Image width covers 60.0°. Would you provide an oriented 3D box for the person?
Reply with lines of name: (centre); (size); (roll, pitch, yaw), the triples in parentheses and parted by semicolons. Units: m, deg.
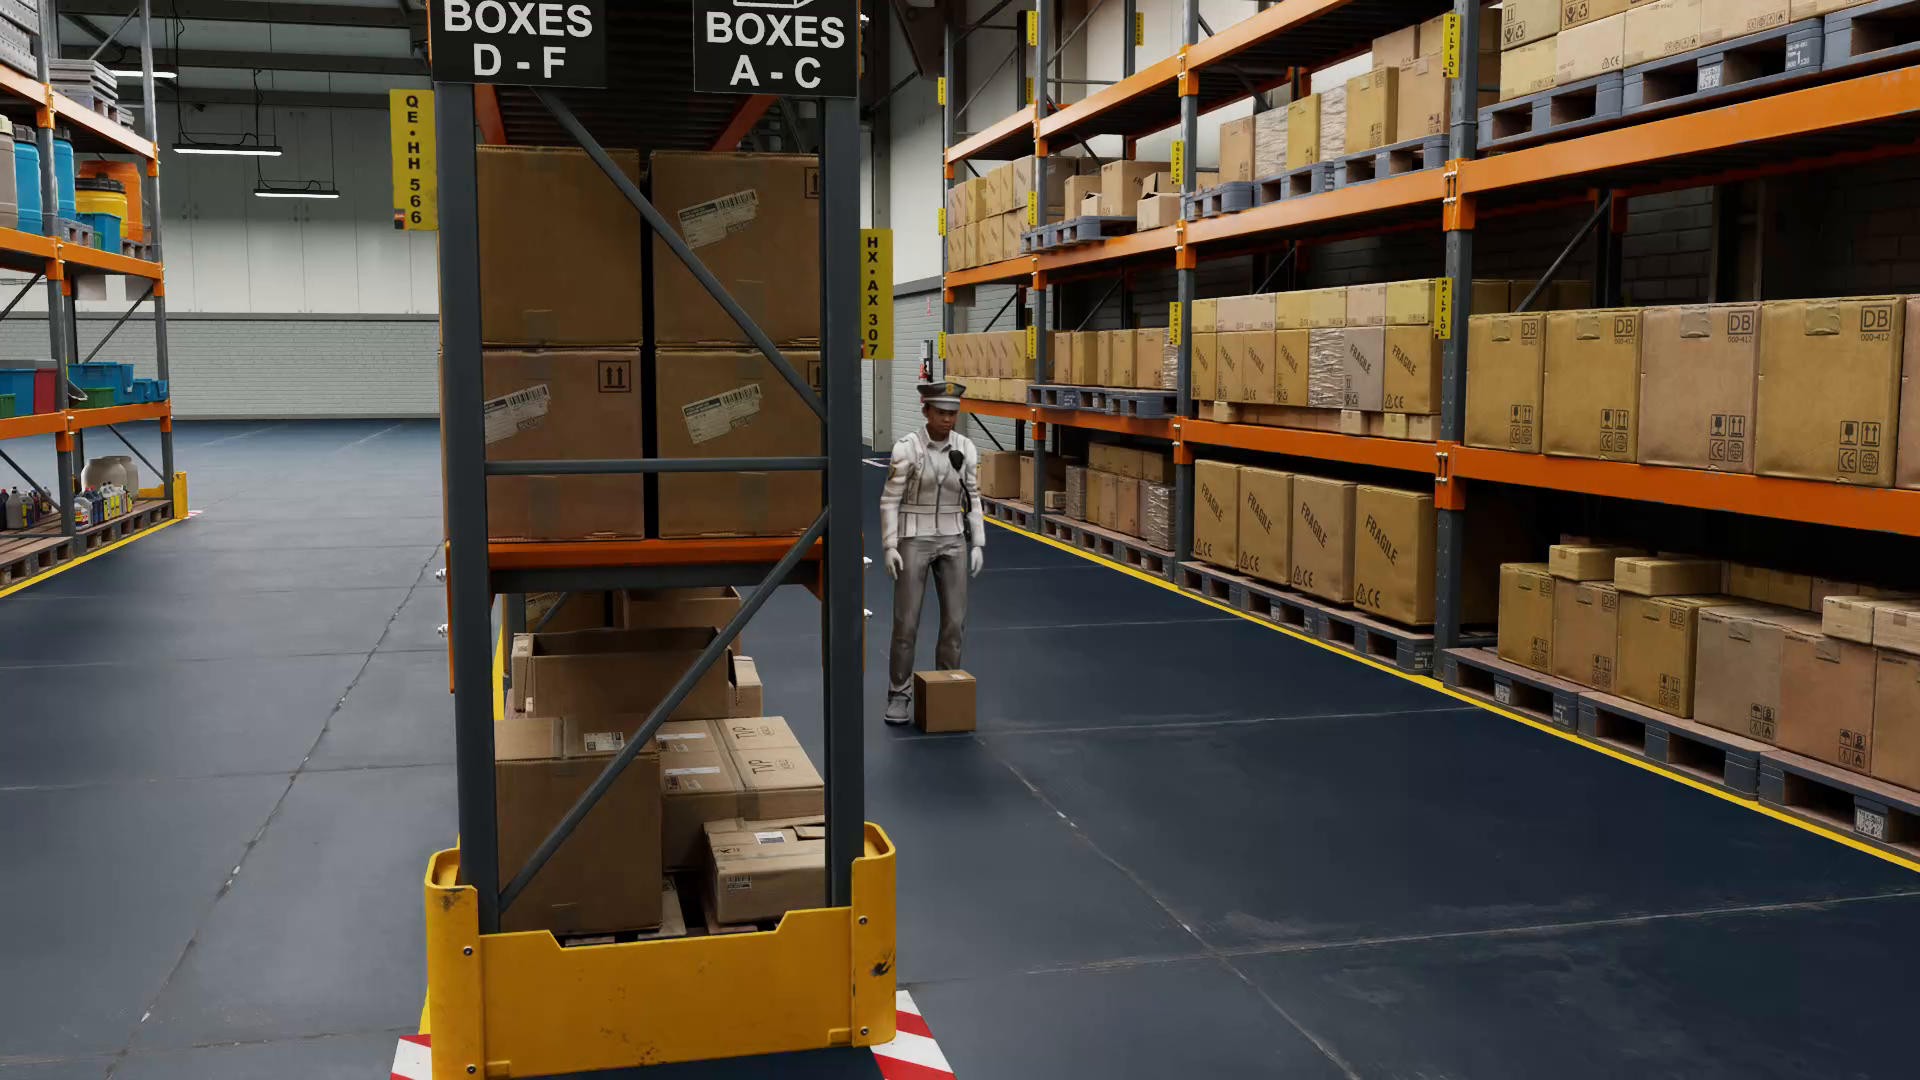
person: (-0.126, 0.053, 8.187); (0.543, 1.662, 0.416); (-2, 7, -17)
